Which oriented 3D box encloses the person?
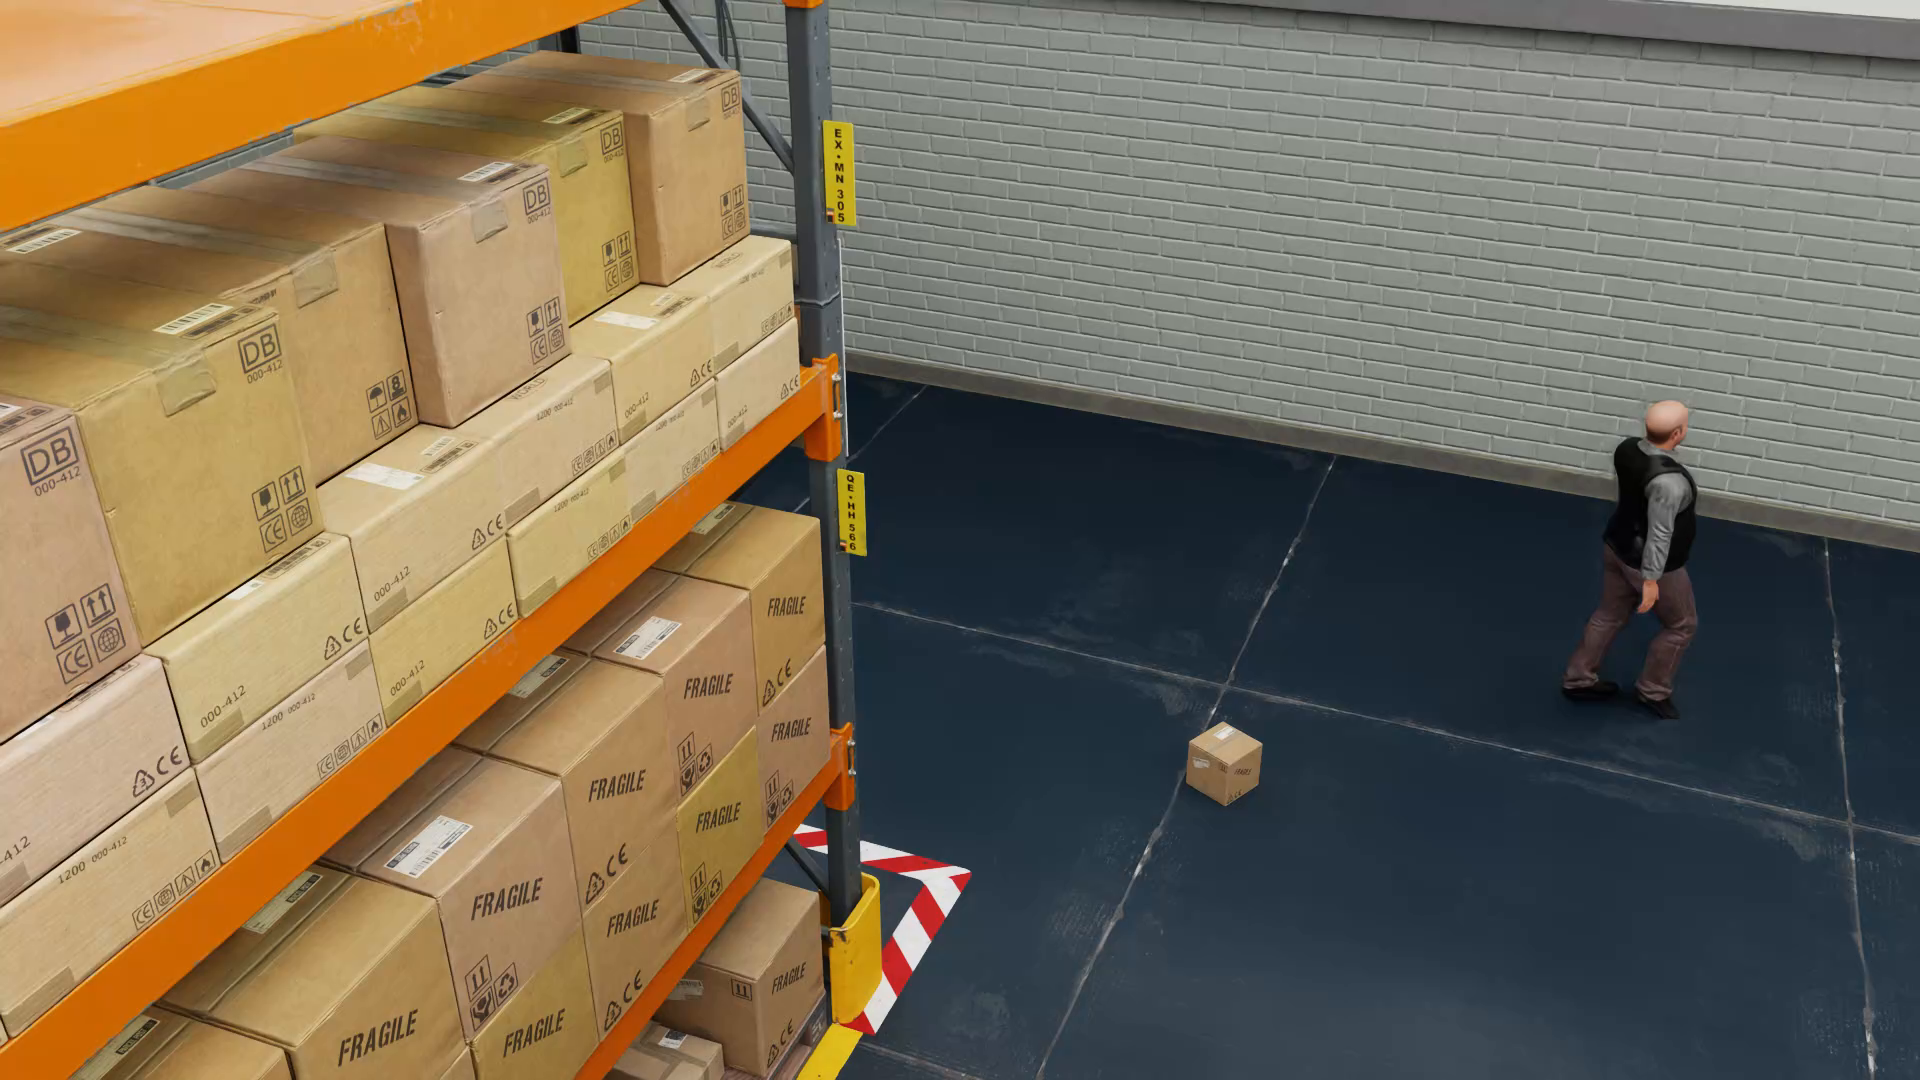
[{"bbox_3d":[3.423,0.115,8.262,0.595,1.785,0.571,-5,30,-8],"label":"person"}]
